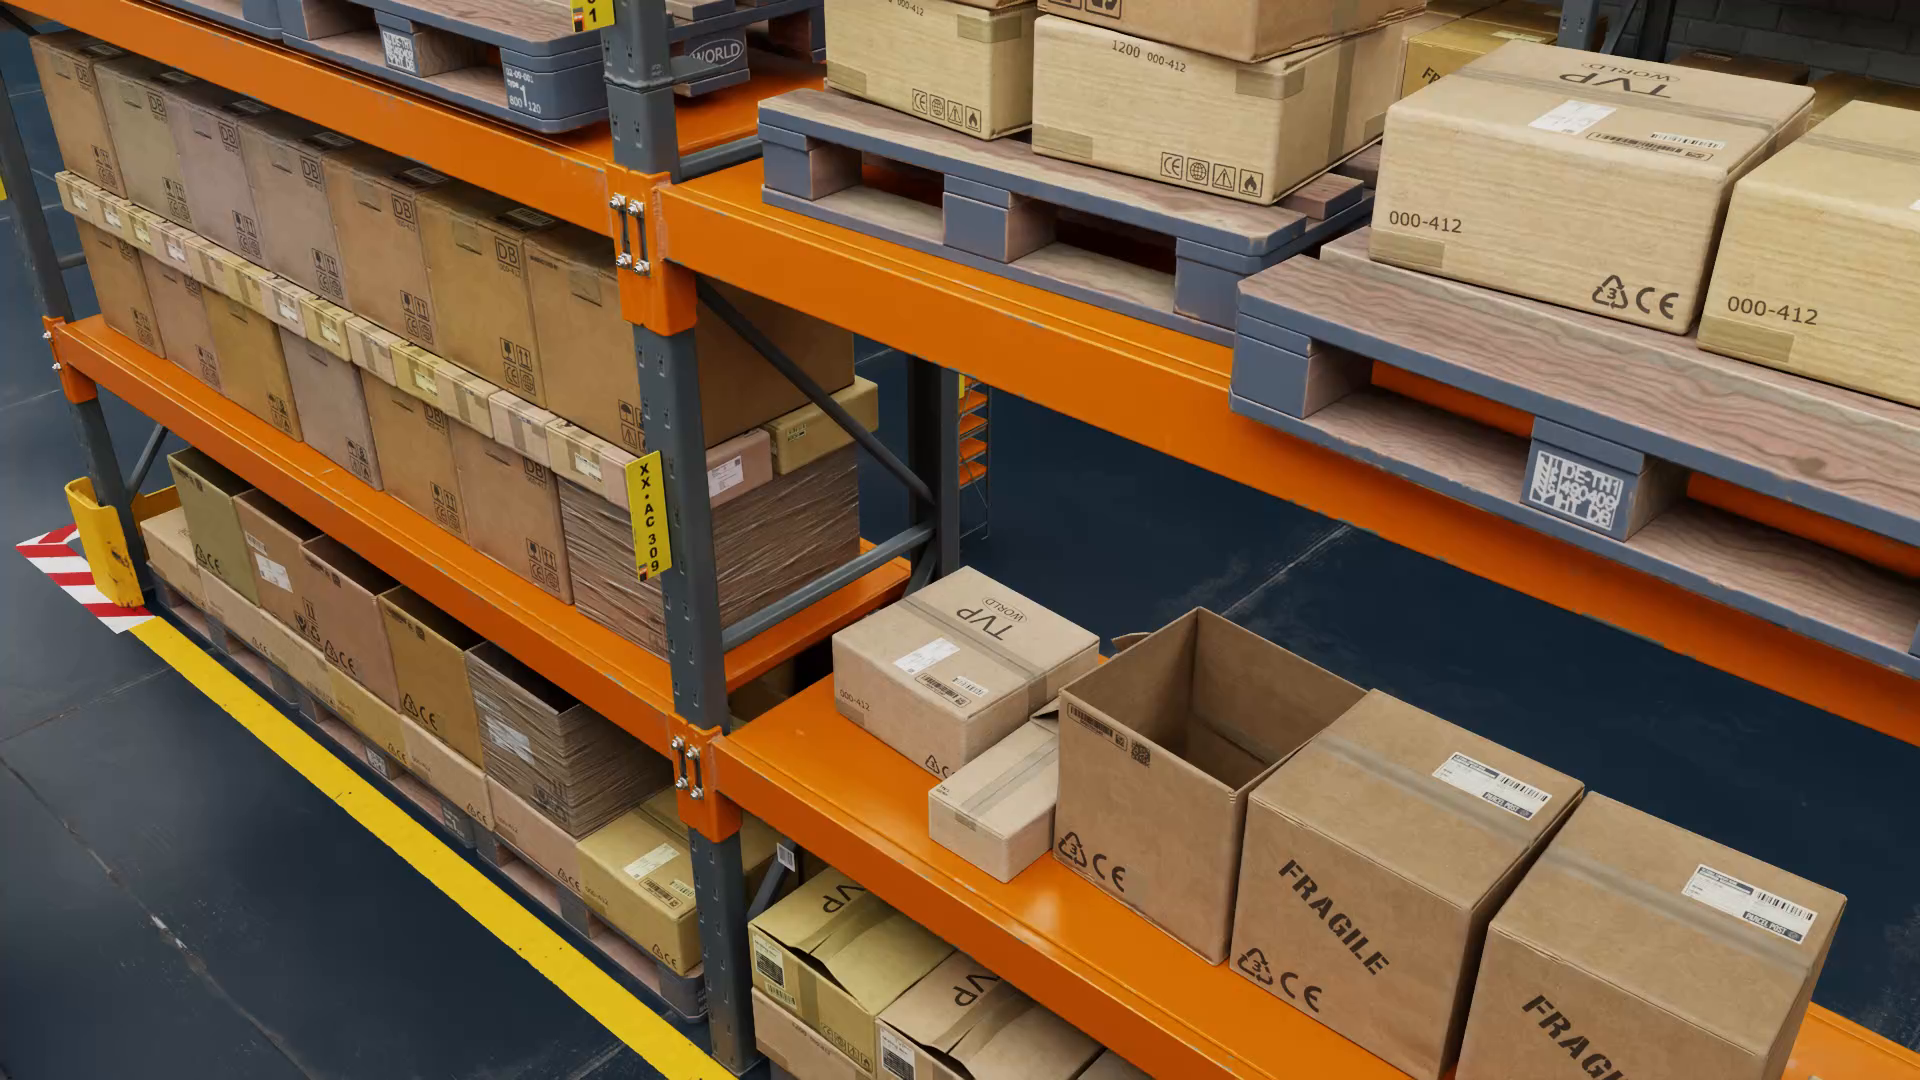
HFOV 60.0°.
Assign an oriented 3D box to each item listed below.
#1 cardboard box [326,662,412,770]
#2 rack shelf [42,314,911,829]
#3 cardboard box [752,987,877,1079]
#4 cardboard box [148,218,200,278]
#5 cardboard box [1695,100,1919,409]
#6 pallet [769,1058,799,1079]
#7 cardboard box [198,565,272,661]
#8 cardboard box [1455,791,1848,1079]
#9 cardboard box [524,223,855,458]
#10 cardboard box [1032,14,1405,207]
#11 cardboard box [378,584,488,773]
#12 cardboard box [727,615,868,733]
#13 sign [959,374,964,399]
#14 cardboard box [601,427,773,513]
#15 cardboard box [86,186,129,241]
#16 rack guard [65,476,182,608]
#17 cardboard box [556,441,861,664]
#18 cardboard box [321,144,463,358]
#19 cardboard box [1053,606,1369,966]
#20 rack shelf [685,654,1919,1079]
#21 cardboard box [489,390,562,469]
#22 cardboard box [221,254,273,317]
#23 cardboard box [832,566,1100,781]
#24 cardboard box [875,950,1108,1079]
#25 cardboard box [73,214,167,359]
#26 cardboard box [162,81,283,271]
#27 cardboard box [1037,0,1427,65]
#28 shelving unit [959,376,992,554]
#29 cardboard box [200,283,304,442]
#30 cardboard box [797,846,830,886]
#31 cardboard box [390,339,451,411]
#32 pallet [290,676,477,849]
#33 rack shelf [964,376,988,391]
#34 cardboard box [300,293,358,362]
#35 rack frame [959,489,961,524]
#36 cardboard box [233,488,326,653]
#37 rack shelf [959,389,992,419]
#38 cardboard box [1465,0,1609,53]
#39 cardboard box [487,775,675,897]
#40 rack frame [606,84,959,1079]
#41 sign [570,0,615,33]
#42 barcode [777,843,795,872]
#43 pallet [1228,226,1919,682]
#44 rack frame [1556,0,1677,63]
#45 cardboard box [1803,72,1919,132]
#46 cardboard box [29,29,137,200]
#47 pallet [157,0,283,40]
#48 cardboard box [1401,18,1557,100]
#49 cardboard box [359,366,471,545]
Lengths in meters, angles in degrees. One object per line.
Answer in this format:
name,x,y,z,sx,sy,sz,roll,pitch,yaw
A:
cardboard box,-1.986,0.541,6.201,0.500,0.250,0.500,25,39,35
rack shelf,-1.863,-0.247,5.949,4.000,0.370,1.077,25,39,35
cardboard box,-0.247,1.370,4.825,0.500,0.250,0.500,24,38,34
cardboard box,-2.632,-1.084,5.917,0.250,0.149,0.380,24,39,34
cardboard box,1.395,-0.392,2.322,0.500,0.250,0.500,24,39,34
pallet,0.193,1.572,4.934,1.213,0.211,1.003,25,39,35
cardboard box,-2.724,0.193,6.780,0.500,0.250,0.500,25,39,35
cardboard box,1.331,0.904,3.243,0.500,0.500,0.500,23,38,33
cardboard box,-0.713,-0.613,4.504,0.500,0.500,0.700,25,39,35
cardboard box,0.480,-0.858,3.096,0.500,0.250,0.500,21,37,31
cardboard box,-1.606,0.388,5.729,0.500,0.500,0.500,25,39,35
cardboard box,-0.513,0.534,5.487,0.500,0.500,0.500,25,39,35
sign,-0.023,-0.536,4.686,0.005,0.325,0.100,25,39,35
cardboard box,-0.725,-0.196,4.441,0.250,0.149,0.380,25,39,35
cardboard box,-3.001,-1.259,6.208,0.250,0.149,0.380,24,38,34
rack guard,-3.363,-0.185,7.572,0.348,0.500,1.175,25,39,35
cardboard box,-0.713,-0.057,4.839,0.500,0.500,0.700,24,38,34
cardboard box,-1.459,-0.961,5.083,0.500,0.500,0.700,25,39,35
cardboard box,0.569,0.549,3.833,0.500,0.500,0.500,-26,40,-36
rack shelf,1.103,1.138,3.650,4.000,0.370,1.077,25,39,35
cardboard box,-1.103,-0.372,4.733,0.250,0.149,0.380,24,38,34
cardboard box,-2.243,-0.905,5.619,0.250,0.149,0.380,24,39,35
cardboard box,0.015,0.355,4.397,0.500,0.250,0.500,-27,40,-37
cardboard box,0.127,1.309,4.383,0.500,0.311,0.500,25,39,35
cardboard box,-3.008,-1.124,6.611,0.500,0.500,0.700,25,39,35
cardboard box,-2.201,-1.307,5.658,0.500,0.500,0.700,25,39,35
cardboard box,0.489,-1.168,2.885,0.500,0.500,0.500,-25,39,-35
shelving unit,-0.011,-0.519,7.449,0.189,1.200,0.258,25,39,35
cardboard box,-2.251,-0.770,6.023,0.500,0.500,0.700,25,39,35
cardboard box,-0.520,0.859,5.674,0.500,0.250,0.500,25,39,35
cardboard box,-1.478,-0.549,5.027,0.250,0.149,0.380,25,39,35
pallet,-1.850,0.618,6.518,1.213,0.211,1.003,25,39,35
rack shelf,-0.011,-0.687,7.348,0.180,0.103,0.258,25,39,35
cardboard box,-1.864,-0.727,5.323,0.250,0.149,0.380,27,40,37
rack frame,-0.079,-0.551,7.501,0.006,1.200,0.240,25,39,35
cardboard box,-2.346,0.041,6.306,0.500,0.500,0.500,25,39,35
rack shelf,-0.011,-0.584,7.410,0.180,0.103,0.258,25,39,35
cardboard box,2.733,-2.267,8.006,0.500,0.500,0.500,24,38,34
cardboard box,-1.234,0.882,5.636,0.500,0.250,0.500,25,39,35
rack frame,-0.380,0.137,4.614,0.127,3.000,1.000,25,39,35
sign,-0.751,-1.191,3.333,0.005,0.325,0.100,25,39,35
barcode,-0.470,0.856,4.486,0.075,0.075,0.001,25,39,35
pallet,1.192,-0.269,2.564,1.213,0.211,1.003,27,40,37
rack frame,2.942,-1.758,7.763,0.127,3.000,1.000,25,39,35
cardboard box,3.706,-1.604,6.983,0.700,0.500,0.500,-25,39,-35
cardboard box,-2.969,-1.661,6.246,0.500,0.500,0.700,25,39,35
pallet,-1.930,-1.818,5.038,1.213,0.211,1.003,25,39,35
cardboard box,2.384,-2.069,7.678,0.500,0.500,0.500,25,39,35
cardboard box,-1.478,-0.412,5.429,0.500,0.500,0.700,26,39,36
